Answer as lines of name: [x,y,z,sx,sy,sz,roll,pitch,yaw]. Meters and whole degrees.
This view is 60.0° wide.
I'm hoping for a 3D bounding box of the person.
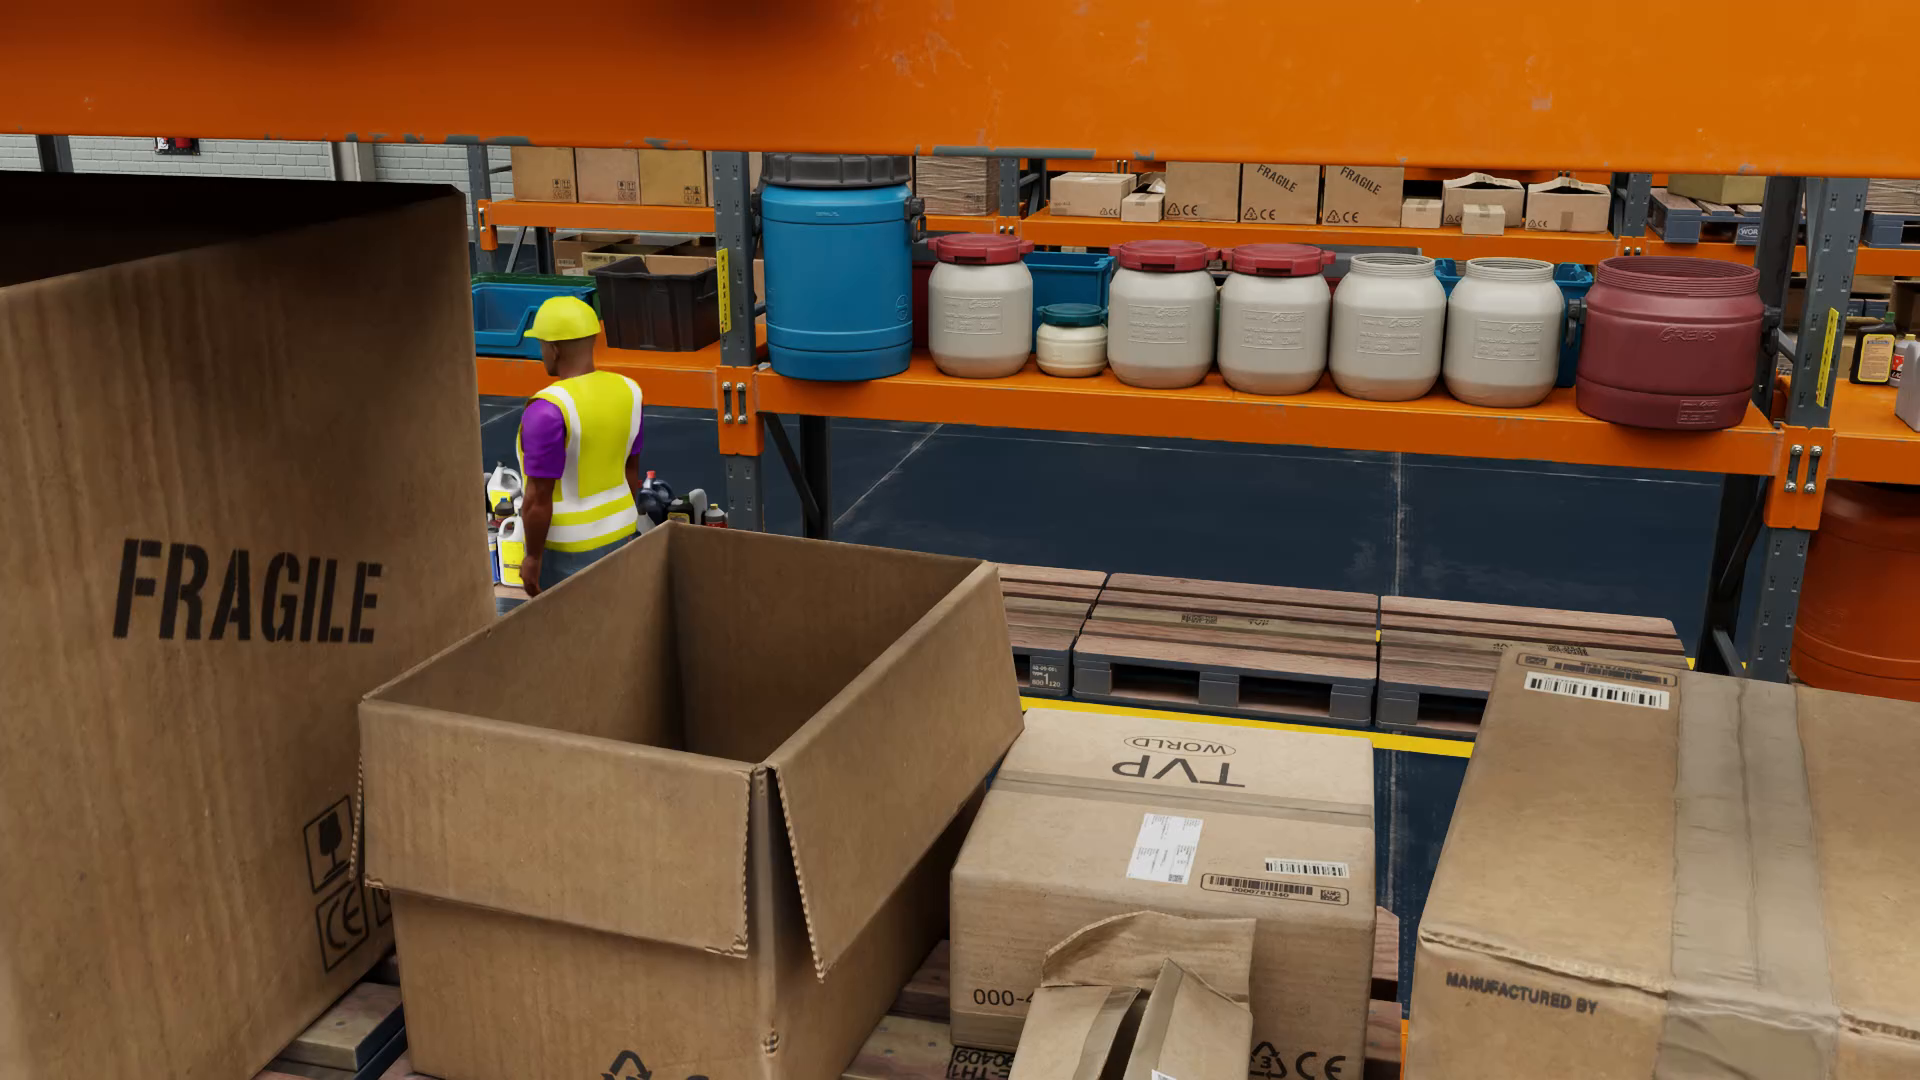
person: [-1.381,-0.004,6.019,0.380,1.770,0.564,10,21,29]
